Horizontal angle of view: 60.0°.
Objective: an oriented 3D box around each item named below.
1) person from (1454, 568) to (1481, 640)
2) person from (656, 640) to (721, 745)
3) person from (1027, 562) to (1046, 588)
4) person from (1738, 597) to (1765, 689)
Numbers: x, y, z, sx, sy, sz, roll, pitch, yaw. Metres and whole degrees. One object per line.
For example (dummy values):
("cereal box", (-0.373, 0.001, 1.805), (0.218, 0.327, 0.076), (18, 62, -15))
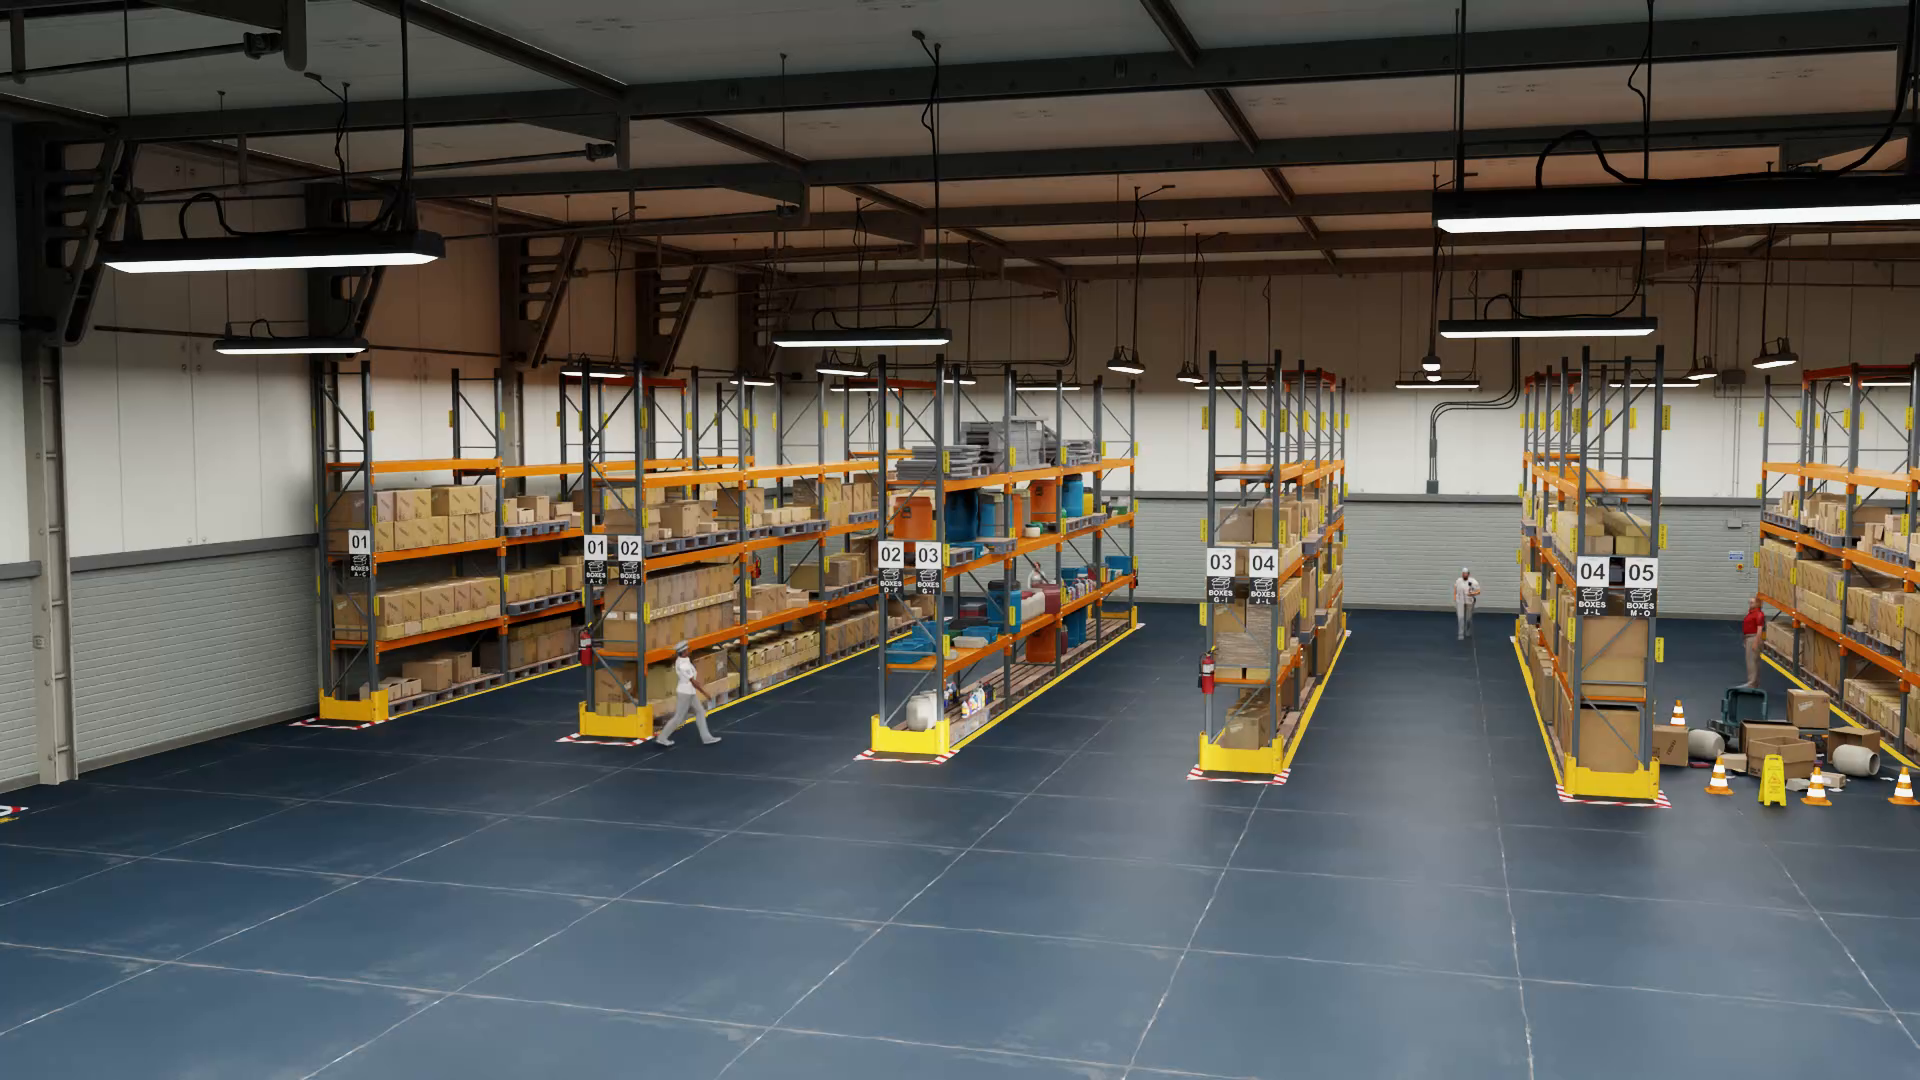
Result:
("person", (11.586, 1.441, 37.996), (0.595, 1.620, 1.028), (1, 4, 18))
("person", (-4.182, 2.341, 25.650), (0.985, 1.622, 0.573), (-1, 4, -12))
("person", (1.846, 1.311, 40.209), (0.432, 1.587, 0.504), (2, 4, 22))
("person", (14.838, 1.923, 31.164), (0.422, 1.725, 0.595), (2, 5, 28))
